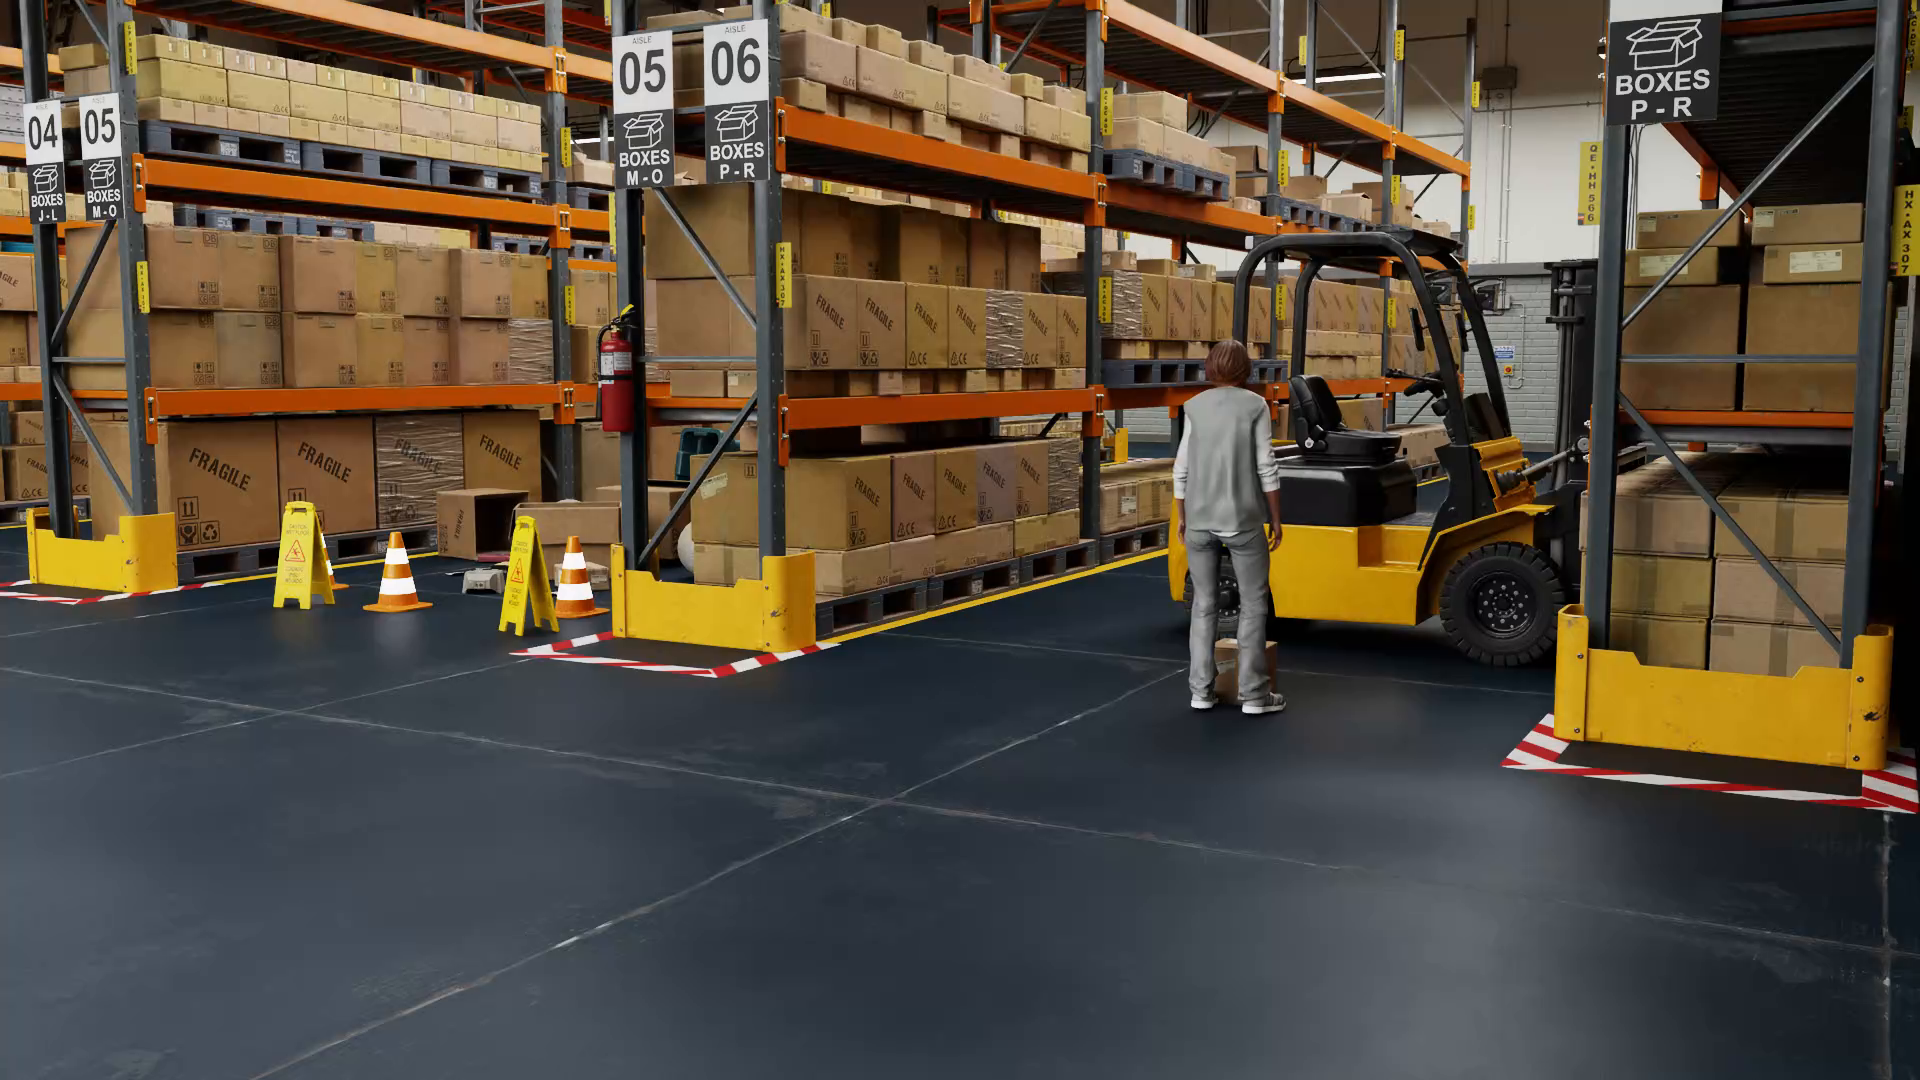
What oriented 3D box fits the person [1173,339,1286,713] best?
[{"bbox_3d":[1.144,-0.059,7.113,0.480,1.593,0.344,3,7,27],"label":"person"}]
